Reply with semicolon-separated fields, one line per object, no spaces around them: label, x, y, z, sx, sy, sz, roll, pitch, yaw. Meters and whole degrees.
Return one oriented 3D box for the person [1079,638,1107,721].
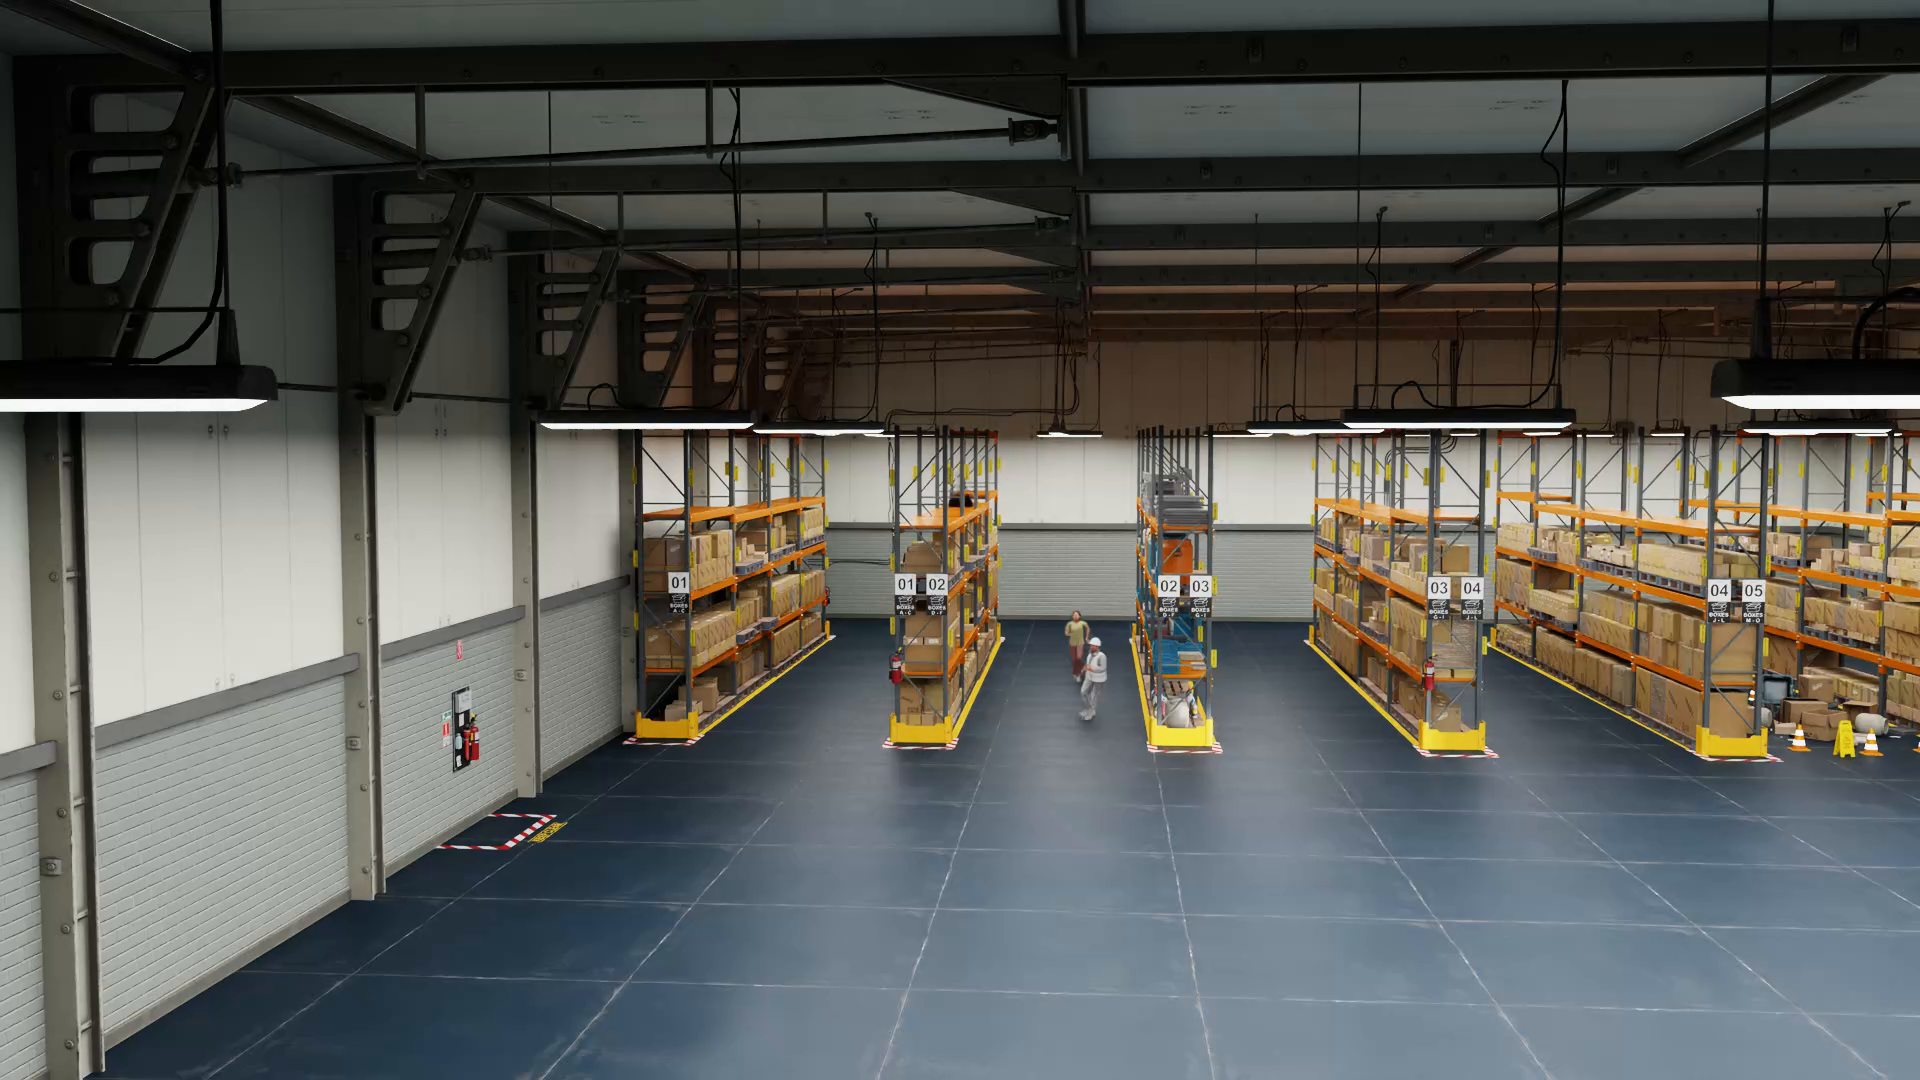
person;2.719;2.826;33.955;0.780;1.708;0.701;3;4;36

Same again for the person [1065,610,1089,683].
person;2.770;2.517;39.477;0.561;1.714;0.800;1;3;10
